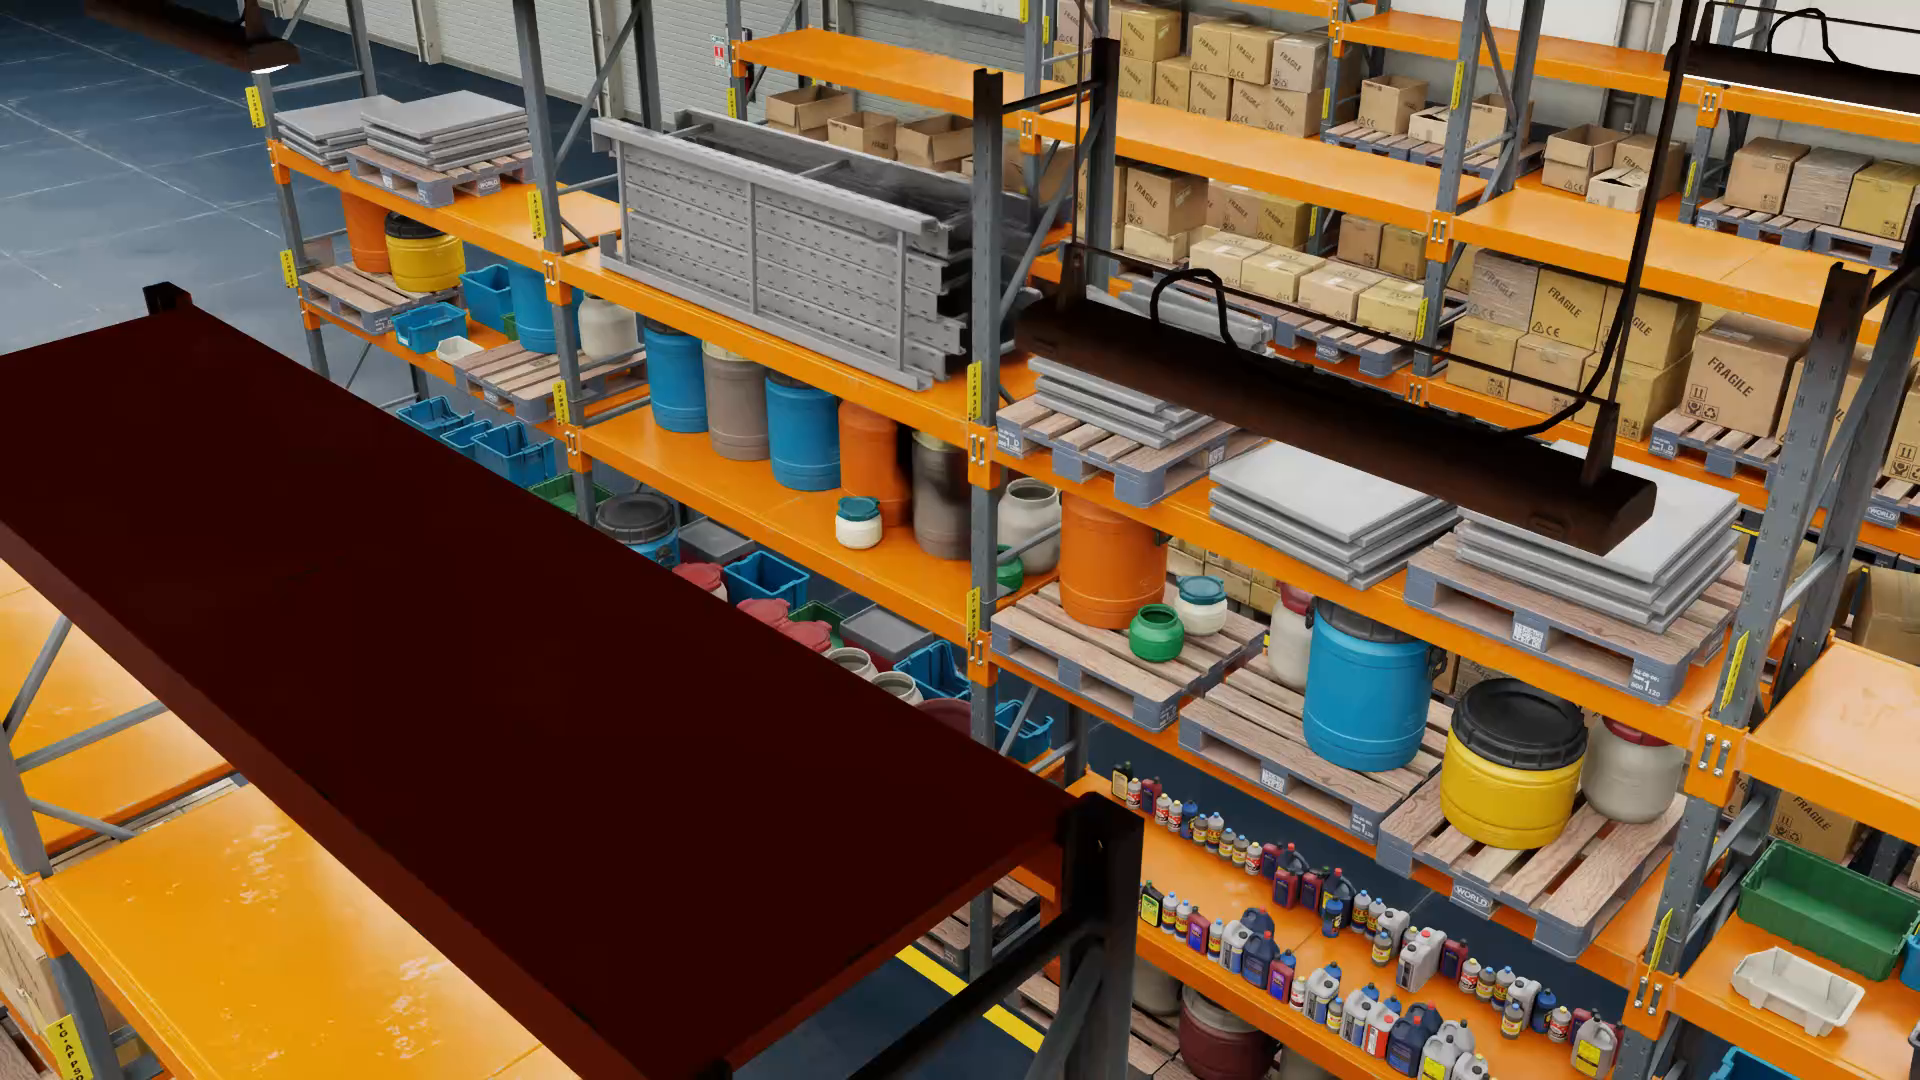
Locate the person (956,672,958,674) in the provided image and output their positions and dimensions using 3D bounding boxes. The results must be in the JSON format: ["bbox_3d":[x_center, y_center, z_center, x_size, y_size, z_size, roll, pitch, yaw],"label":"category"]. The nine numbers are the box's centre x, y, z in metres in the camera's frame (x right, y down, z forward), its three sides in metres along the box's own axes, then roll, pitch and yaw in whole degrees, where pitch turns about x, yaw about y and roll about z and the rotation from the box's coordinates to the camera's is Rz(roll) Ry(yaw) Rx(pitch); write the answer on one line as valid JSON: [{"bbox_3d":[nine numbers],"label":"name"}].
[{"bbox_3d":[-0.291,0.648,13.434,0.557,1.624,0.592,21,35,32],"label":"person"}]
